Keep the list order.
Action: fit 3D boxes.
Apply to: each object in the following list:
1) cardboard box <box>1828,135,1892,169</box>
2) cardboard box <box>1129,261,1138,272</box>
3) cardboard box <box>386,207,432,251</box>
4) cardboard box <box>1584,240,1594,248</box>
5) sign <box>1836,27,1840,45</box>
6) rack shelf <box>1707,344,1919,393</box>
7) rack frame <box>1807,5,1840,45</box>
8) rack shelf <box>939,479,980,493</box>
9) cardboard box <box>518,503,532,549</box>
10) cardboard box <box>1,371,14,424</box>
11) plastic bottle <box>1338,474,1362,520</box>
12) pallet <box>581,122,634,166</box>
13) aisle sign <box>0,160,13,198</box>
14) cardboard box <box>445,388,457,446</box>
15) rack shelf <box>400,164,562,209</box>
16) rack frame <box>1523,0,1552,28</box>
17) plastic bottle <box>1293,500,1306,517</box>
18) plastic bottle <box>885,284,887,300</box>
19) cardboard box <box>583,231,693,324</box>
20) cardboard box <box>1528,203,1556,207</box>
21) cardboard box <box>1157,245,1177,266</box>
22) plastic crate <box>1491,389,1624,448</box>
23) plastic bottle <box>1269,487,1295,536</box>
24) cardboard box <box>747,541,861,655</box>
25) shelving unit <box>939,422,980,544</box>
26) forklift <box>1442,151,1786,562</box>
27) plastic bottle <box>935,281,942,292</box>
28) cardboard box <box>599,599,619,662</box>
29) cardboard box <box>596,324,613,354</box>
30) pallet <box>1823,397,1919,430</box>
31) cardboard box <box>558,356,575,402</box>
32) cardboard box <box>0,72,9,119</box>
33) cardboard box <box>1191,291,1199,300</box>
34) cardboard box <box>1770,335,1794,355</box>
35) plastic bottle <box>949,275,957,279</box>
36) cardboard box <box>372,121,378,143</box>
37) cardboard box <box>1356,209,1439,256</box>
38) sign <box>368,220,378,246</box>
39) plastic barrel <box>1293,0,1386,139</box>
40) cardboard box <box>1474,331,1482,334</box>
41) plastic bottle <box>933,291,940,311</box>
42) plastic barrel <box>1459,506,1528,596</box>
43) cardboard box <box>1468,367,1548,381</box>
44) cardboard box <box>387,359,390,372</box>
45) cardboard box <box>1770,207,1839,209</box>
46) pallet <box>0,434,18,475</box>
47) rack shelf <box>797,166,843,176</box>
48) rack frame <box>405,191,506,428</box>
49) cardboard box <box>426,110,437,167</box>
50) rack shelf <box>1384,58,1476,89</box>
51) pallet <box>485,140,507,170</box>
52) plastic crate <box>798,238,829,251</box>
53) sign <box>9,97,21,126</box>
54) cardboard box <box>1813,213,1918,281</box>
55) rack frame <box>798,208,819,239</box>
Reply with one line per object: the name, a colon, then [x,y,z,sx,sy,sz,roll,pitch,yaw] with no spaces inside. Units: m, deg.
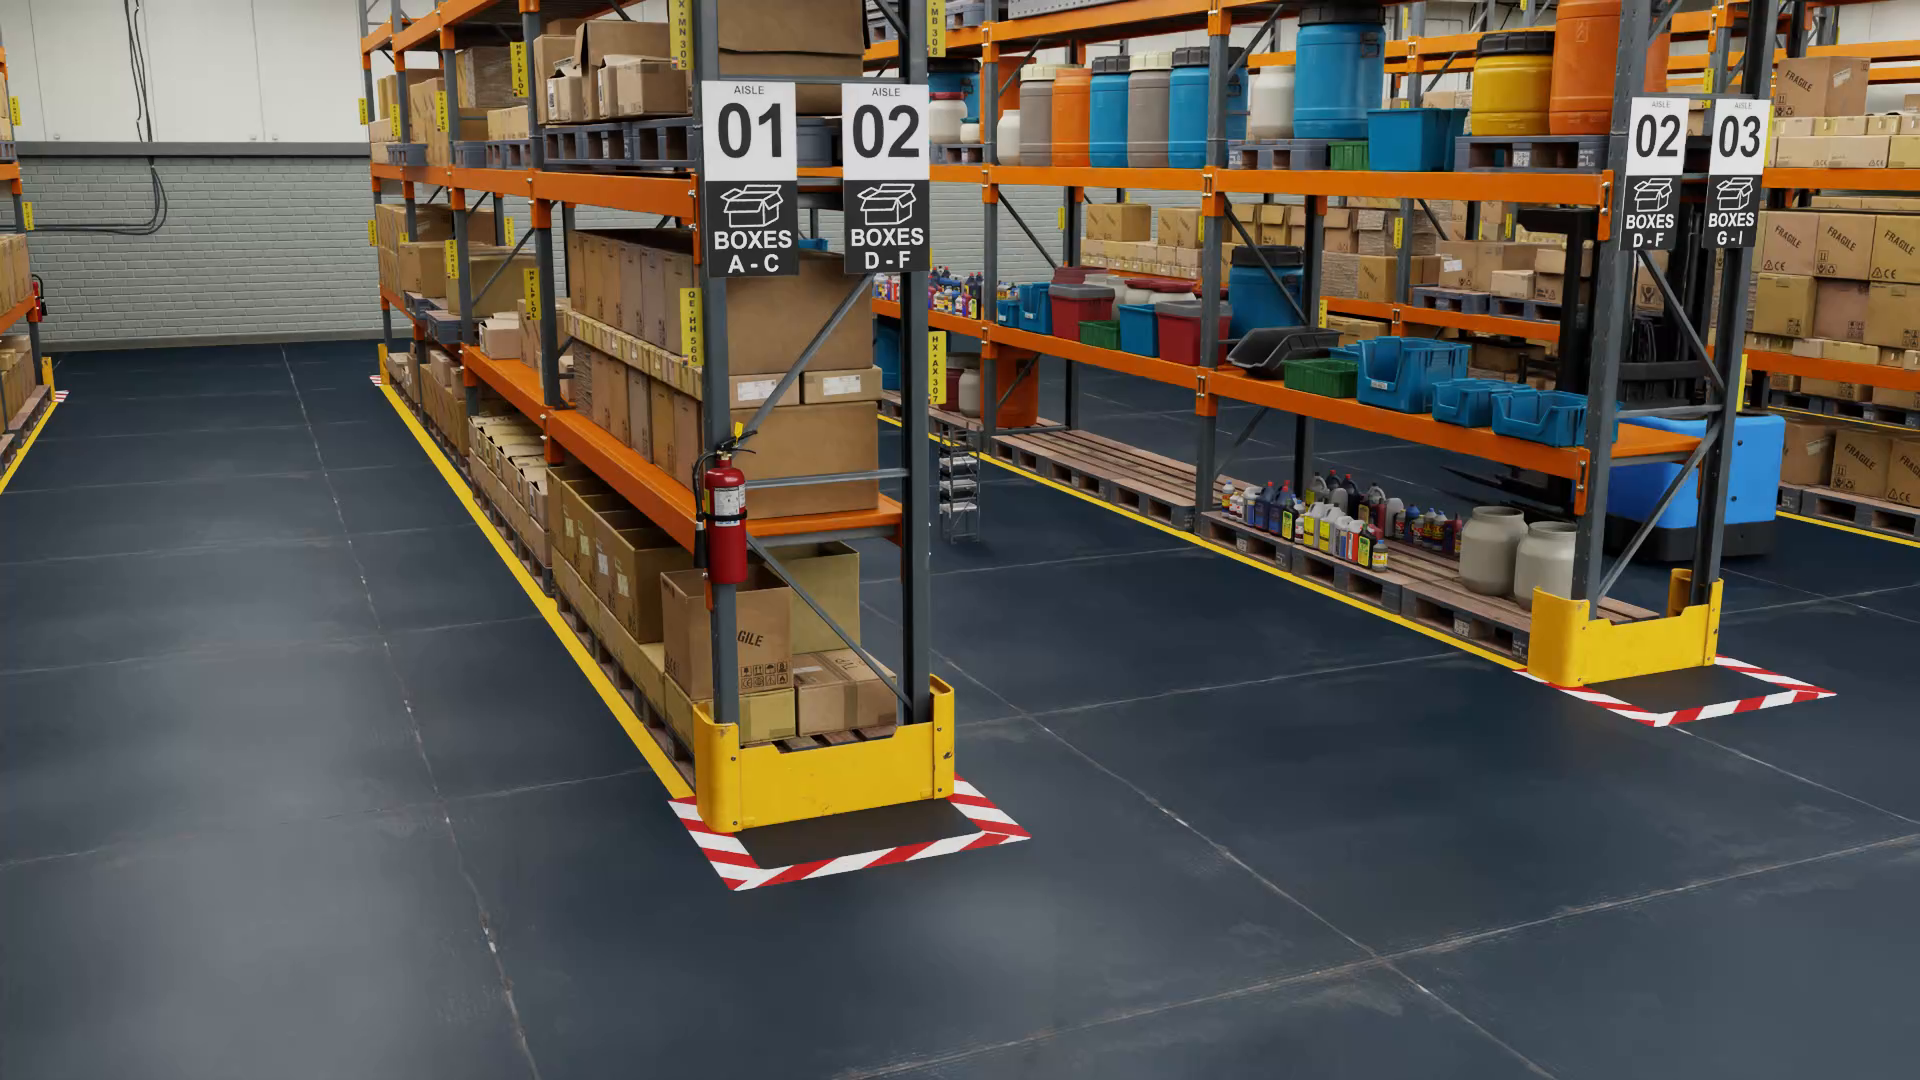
cardboard box: [7.207,-3.042,13.042,0.500,0.250,0.500,-6,14,-25]
cardboard box: [2.613,-3.864,23.472,0.380,0.149,0.250,-5,14,-22]
cardboard box: [-6.477,-3.672,19.644,0.500,0.500,0.500,-6,14,-23]
cardboard box: [8.503,-3.896,22.017,0.380,0.149,0.250,-6,14,-24]
sign: [16.192,-9.307,30.702,0.100,0.325,0.005,-6,14,-23]
rack shelf: [7.657,-1.219,13.079,1.077,0.370,4.000,-6,14,-23]
rack frame: [15.675,-8.729,30.627,1.000,3.000,0.127,-6,14,-23]
rack shelf: [-0.003,-0.408,12.783,0.258,0.077,0.200,-6,14,-23]
cardboard box: [-2.855,-0.118,11.892,0.500,0.250,0.500,-6,14,-24]
cardboard box: [-10.170,-1.444,17.067,0.700,0.500,0.500,-5,14,-22]
plastic bottle: [2.916,-0.312,12.466,0.144,0.351,0.185,-6,15,-26]
pallet: [-1.373,-2.081,8.753,1.003,0.211,1.213,-6,14,-23]
aisle sign: [-11.321,-4.428,19.584,0.394,0.787,0.004,-6,14,-23]
cardboard box: [-4.622,-1.190,15.929,0.500,0.500,0.500,-6,14,-25]
rack shelf: [-4.626,-3.439,16.019,1.077,0.370,4.000,-6,14,-23]
rack frame: [8.236,-6.985,23.093,1.000,3.000,0.127,-6,14,-23]
plastic bottle: [2.429,-0.150,11.941,0.097,0.271,0.097,0,13,0]
plastic bottle: [-0.805,-2.819,18.837,0.097,0.201,0.097,0,13,0]
cardboard box: [-1.836,-1.574,9.919,0.700,0.500,0.500,-6,14,-23]
cardboard box: [8.279,-4.858,24.110,0.500,0.500,0.500,-5,14,-22]
cardboard box: [3.024,-3.881,22.661,0.500,0.250,0.500,-5,14,-21]
plastic crate: [3.445,-0.713,9.626,0.499,0.251,0.616,-6,14,-23]
plastic bottle: [2.336,-0.216,12.048,0.144,0.351,0.185,-6,14,-25]
cardboard box: [-0.833,0.274,8.539,0.500,0.500,0.500,-6,14,-23]
shelving unit: [-0.003,-0.440,12.776,0.258,0.900,0.210,-6,14,-23]
forklift: [5.039,-1.558,13.101,1.130,2.935,3.031,-4,14,-17]
plastic bottle: [-0.238,-2.637,17.870,0.061,0.283,0.133,-6,14,-23]
cardboard box: [-1.718,0.480,9.310,0.500,0.250,0.500,-6,14,-23]
cardboard box: [-1.882,-1.169,9.609,0.380,0.149,0.250,-6,14,-25]
pallet: [10.570,-1.456,18.693,1.003,0.211,1.213,-6,14,-23]
cardboard box: [-2.460,-1.113,11.360,0.500,0.250,0.500,-5,14,-19]
cardboard box: [-11.024,-5.000,18.685,0.500,0.500,0.500,-6,14,-23]
cardboard box: [3.460,-2.948,22.737,0.875,0.875,0.875,-6,14,-23]
cardboard box: [6.989,-1.636,13.842,0.380,0.149,0.250,-6,14,-23]
plastic bottle: [-0.085,-2.896,19.004,0.152,0.276,0.135,-6,14,-23]
cardboard box: [-6.869,-4.966,20.245,0.500,0.250,0.500,-6,14,-23]
cardboard box: [4.975,-3.499,18.888,0.797,0.503,0.637,-5,14,-21]
sign: [-7.527,-3.940,21.323,0.100,0.325,0.005,-6,14,-23]
plastic barrel: [2.618,-3.230,11.478,0.600,0.901,0.708,-6,14,-23]
cardboard box: [7.699,-3.114,24.404,0.380,0.149,0.250,-6,14,-26]
plastic bottle: [-0.233,-2.524,17.562,0.097,0.201,0.097,0,13,0]
plastic barrel: [3.385,0.066,10.518,0.421,0.512,0.421,0,13,0]
cardboard box: [5.774,-1.555,17.506,0.700,0.500,0.500,-7,15,-28]
cardboard box: [-7.077,-2.232,21.171,0.380,0.166,0.250,-6,14,-23]
cardboard box: [10.009,-3.678,19.671,0.700,0.500,0.500,-6,14,-23]
pallet: [-9.587,-0.782,15.780,1.003,0.211,1.213,-6,14,-23]
rack shelf: [-1.688,-4.712,21.520,1.077,0.370,4.000,-6,14,-23]
rack frame: [-5.427,-2.741,18.062,1.000,3.000,0.127,-6,14,-23]
cardboard box: [-4.443,-3.725,15.437,0.910,0.500,0.500,-6,14,-23]
rack shelf: [7.435,-7.046,24.960,1.077,0.370,4.000,-6,14,-23]
pallet: [-3.021,-2.921,12.606,1.003,0.211,1.213,-5,14,-20]
plastic crate: [-2.184,-4.008,23.325,0.616,0.435,0.499,-6,14,-23]
sign: [-11.064,-5.020,19.466,0.100,0.325,0.005,-6,14,-23]
cardboard box: [7.204,-2.341,13.232,0.500,0.500,0.500,-6,14,-23]
rack frame: [-2.490,-4.014,23.562,1.000,3.000,0.127,-6,14,-23]
